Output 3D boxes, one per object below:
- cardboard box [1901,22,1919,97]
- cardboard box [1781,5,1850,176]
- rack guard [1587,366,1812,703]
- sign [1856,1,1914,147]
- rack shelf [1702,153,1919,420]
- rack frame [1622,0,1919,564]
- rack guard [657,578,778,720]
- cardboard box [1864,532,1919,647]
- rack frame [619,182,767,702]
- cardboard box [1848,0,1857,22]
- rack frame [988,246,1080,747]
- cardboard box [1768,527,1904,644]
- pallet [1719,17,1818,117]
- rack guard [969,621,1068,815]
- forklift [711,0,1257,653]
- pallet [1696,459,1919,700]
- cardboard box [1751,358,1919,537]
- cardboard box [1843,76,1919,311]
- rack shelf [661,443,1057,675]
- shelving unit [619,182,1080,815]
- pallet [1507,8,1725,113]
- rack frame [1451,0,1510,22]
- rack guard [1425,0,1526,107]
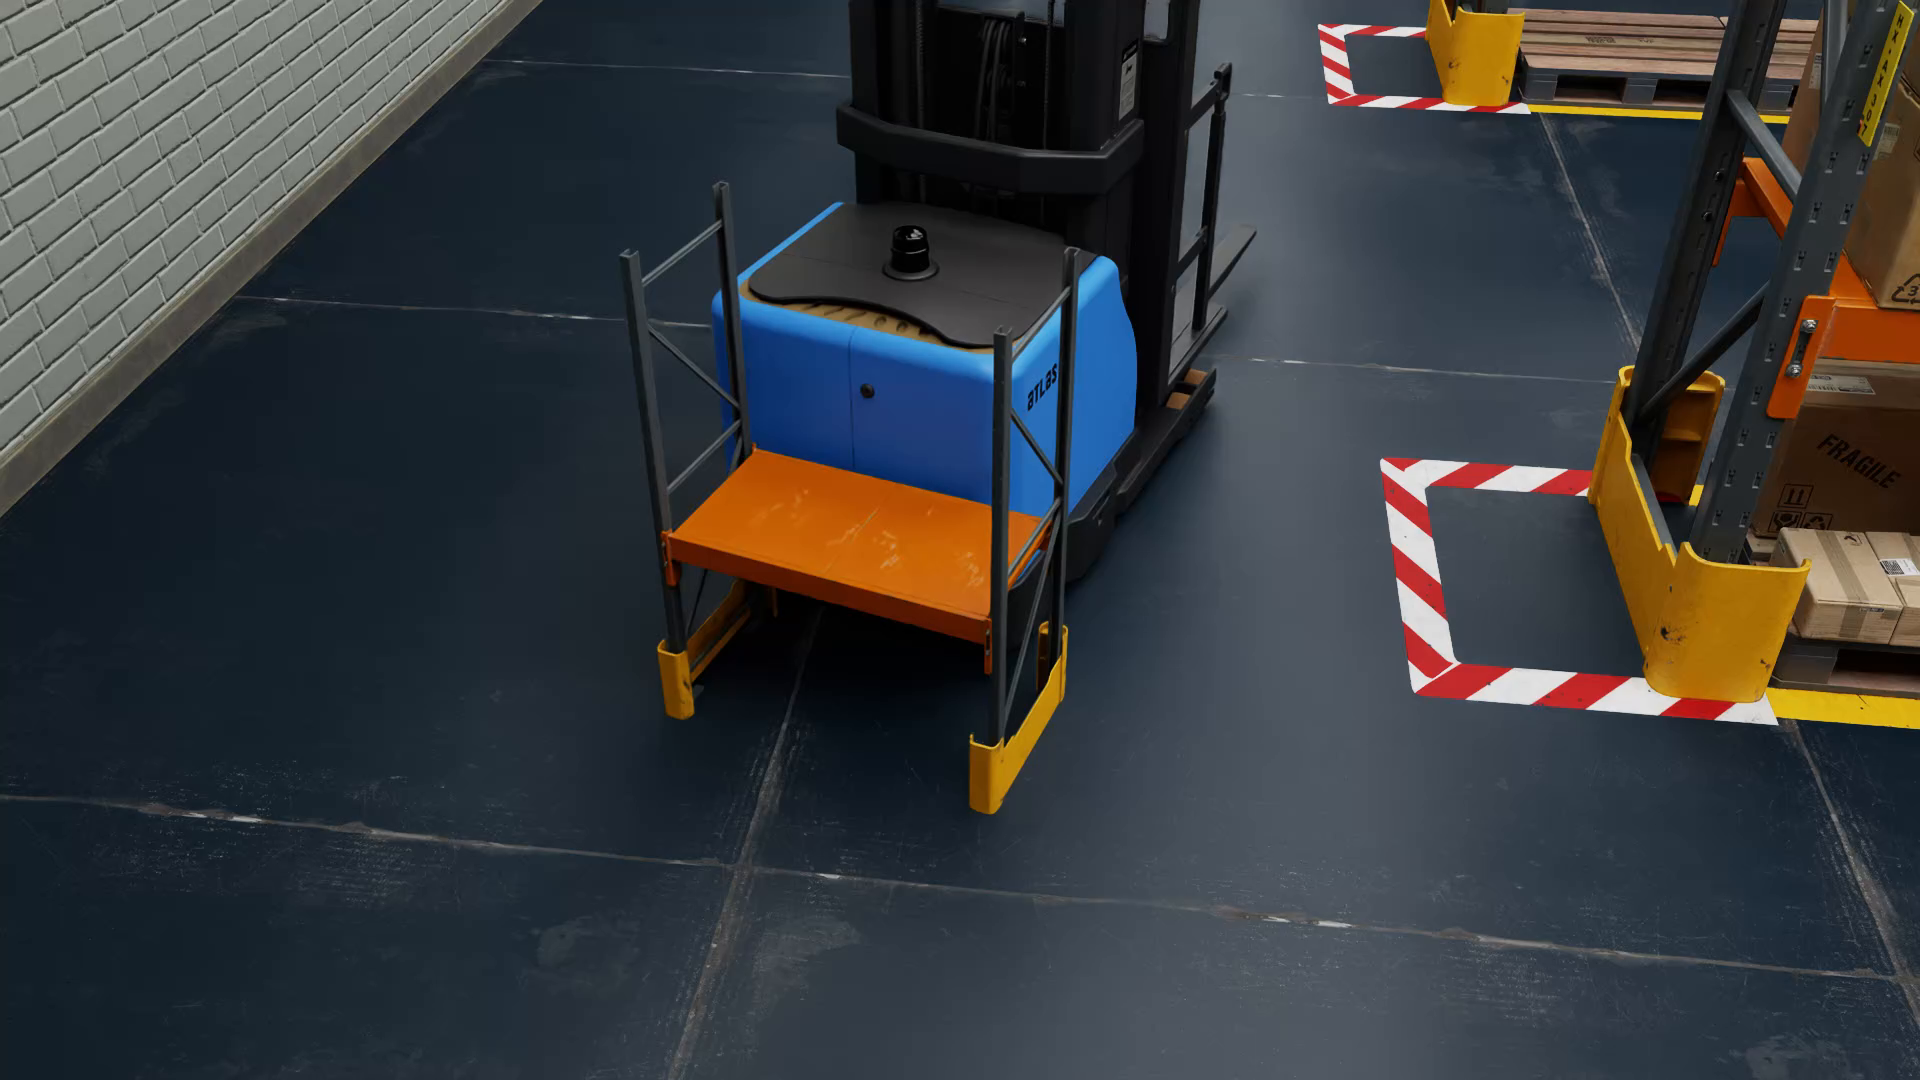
[{"bbox_3d":[2.690,-1.338,4.096,0.500,0.500,0.500,5,36,7],"label":"cardboard box"},{"bbox_3d":[2.762,-1.240,4.819,0.500,0.500,0.500,5,36,7],"label":"cardboard box"},{"bbox_3d":[2.358,-0.052,5.393,0.348,0.500,1.175,4,36,6],"label":"rack guard"},{"bbox_3d":[2.214,-1.115,3.985,0.005,0.325,0.100,4,36,6],"label":"sign"},{"bbox_3d":[4.267,-0.634,4.676,4.000,0.370,1.077,4,36,6],"label":"rack shelf"},{"bbox_3d":[2.283,-1.075,4.674,0.127,3.000,1.000,4,36,6],"label":"rack frame"},{"bbox_3d":[-0.740,0.277,5.146,0.087,0.250,0.587,14,38,19],"label":"rack guard"},{"bbox_3d":[2.903,0.147,5.023,0.250,0.166,0.380,4,36,6],"label":"cardboard box"},{"bbox_3d":[-0.742,-0.232,4.784,0.032,1.500,0.500,14,38,19],"label":"rack frame"},{"bbox_3d":[2.759,-1.648,4.531,0.500,0.500,0.500,4,36,6],"label":"cardboard box"},{"bbox_3d":[0.191,0.004,4.454,0.032,1.500,0.500,14,38,19],"label":"rack frame"},{"bbox_3d":[2.655,0.135,5.054,0.250,0.149,0.380,4,36,6],"label":"cardboard box"},{"bbox_3d":[4.937,-2.619,9.238,1.213,0.211,1.003,4,36,6],"label":"pallet"},{"bbox_3d":[0.173,0.508,4.823,0.087,0.250,0.587,14,38,19],"label":"rack guard"},{"bbox_3d":[0.339,-1.687,5.591,1.130,2.935,3.031,16,38,21],"label":"forklift"},{"bbox_3d":[3.149,0.124,5.395,1.213,0.211,1.003,4,36,6],"label":"pallet"},{"bbox_3d":[2.854,-0.338,5.415,0.500,0.500,0.500,4,36,6],"label":"cardboard box"},{"bbox_3d":[2.690,-0.931,4.386,0.500,0.500,0.500,5,36,7],"label":"cardboard box"},{"bbox_3d":[-0.275,0.032,4.723,1.000,0.185,0.538,14,38,19],"label":"rack shelf"},{"bbox_3d":[-0.284,-0.116,4.622,1.083,1.500,0.587,14,38,19],"label":"shelving unit"},{"bbox_3d":[3.731,-2.711,9.366,1.213,0.211,1.003,4,36,6],"label":"pallet"},{"bbox_3d":[2.918,-3.929,8.673,0.127,3.000,1.000,4,36,6],"label":"rack frame"},{"bbox_3d":[2.892,-2.906,9.391,0.348,0.500,1.175,4,36,6],"label":"rack guard"}]
